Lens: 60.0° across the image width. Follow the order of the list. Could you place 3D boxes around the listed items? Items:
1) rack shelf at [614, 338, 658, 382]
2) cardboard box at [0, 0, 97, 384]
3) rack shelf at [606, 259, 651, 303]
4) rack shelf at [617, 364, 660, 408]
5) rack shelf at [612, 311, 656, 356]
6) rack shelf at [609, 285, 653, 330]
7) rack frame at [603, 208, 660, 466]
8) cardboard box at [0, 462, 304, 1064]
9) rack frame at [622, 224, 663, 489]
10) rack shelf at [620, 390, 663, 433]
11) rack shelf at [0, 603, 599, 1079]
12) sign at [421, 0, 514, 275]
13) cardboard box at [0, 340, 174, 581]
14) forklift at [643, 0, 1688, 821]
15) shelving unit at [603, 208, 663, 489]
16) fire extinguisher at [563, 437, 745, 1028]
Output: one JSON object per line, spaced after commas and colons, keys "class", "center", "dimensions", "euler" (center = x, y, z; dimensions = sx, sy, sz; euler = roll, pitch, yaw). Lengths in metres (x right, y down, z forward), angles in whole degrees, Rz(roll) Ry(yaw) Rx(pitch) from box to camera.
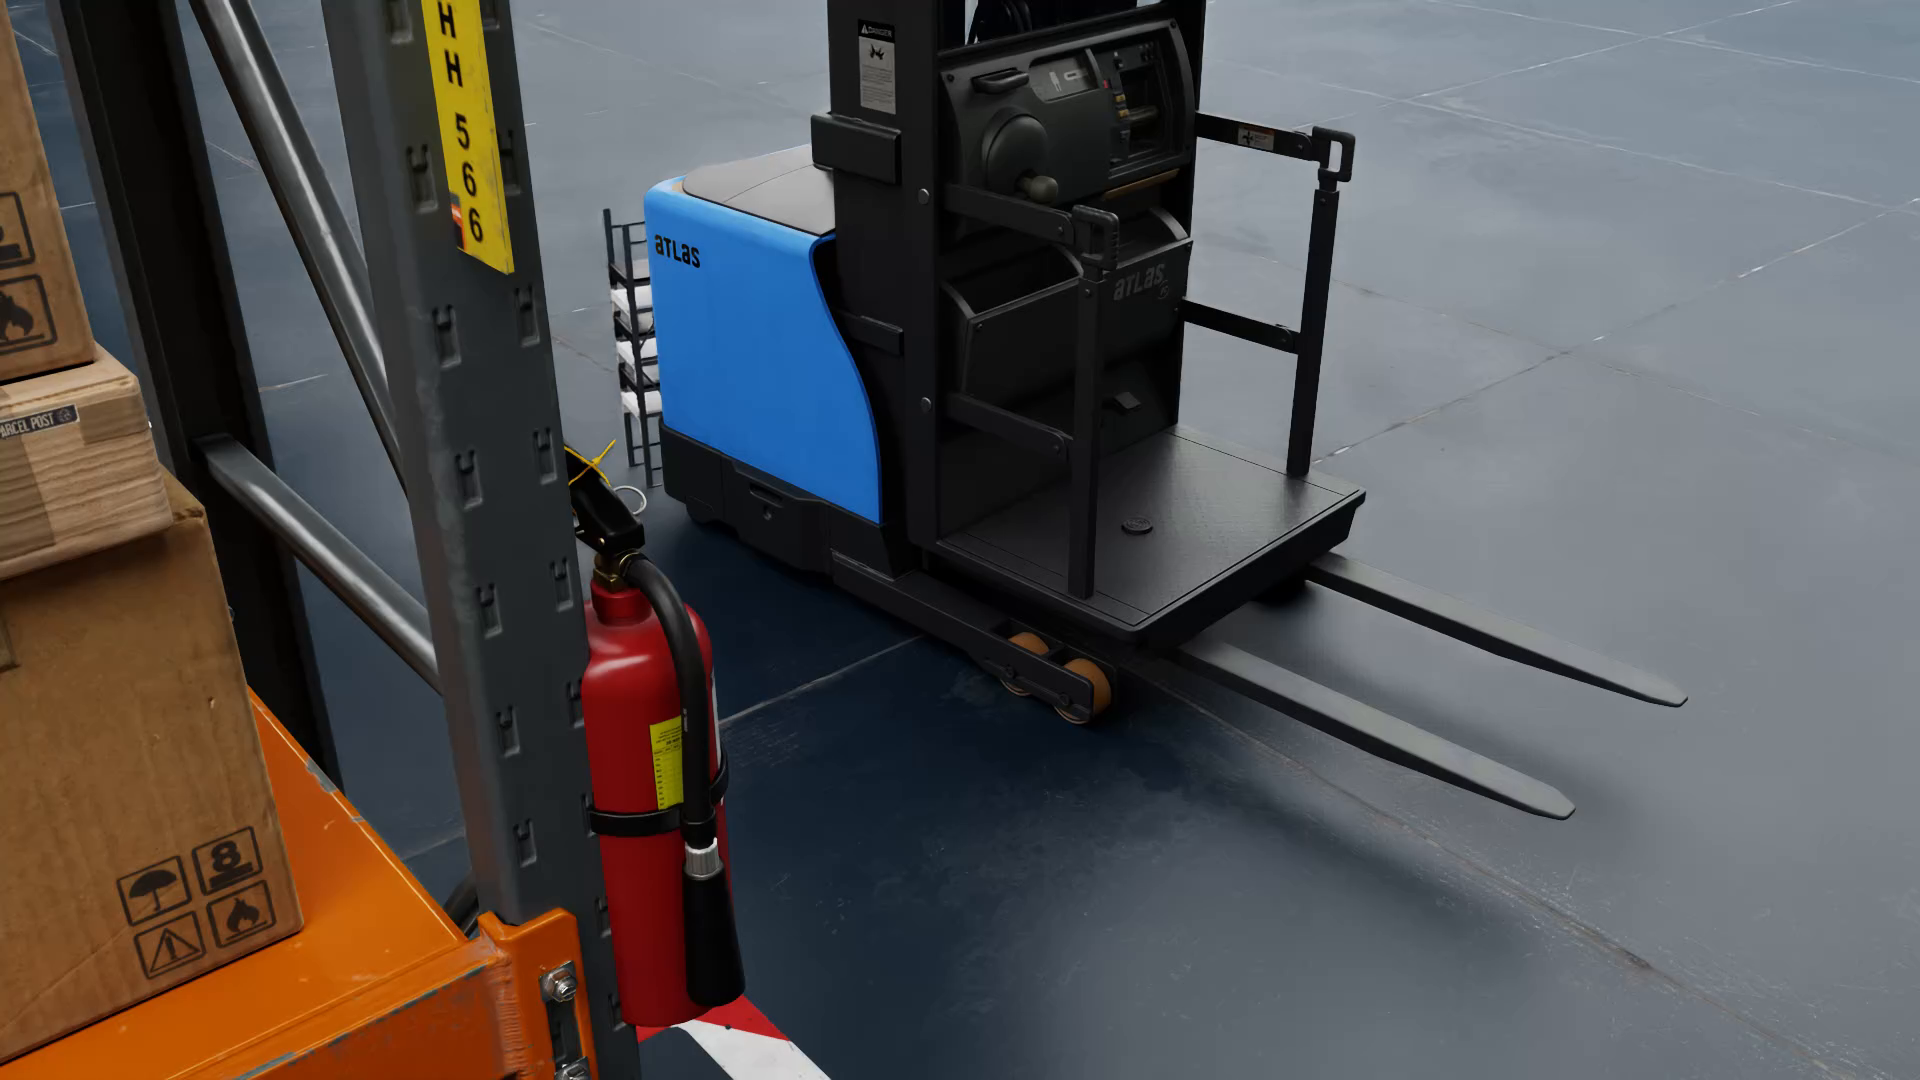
{"class": "rack shelf", "center": [-0.987, -0.610, 5.501], "dimensions": [0.258, 0.077, 0.200], "euler": [-13, 30, -24]}
{"class": "cardboard box", "center": [-1.135, -0.418, 1.367], "dimensions": [0.500, 0.500, 0.700], "euler": [-22, 35, -35]}
{"class": "rack shelf", "center": [-0.987, -0.852, 5.379], "dimensions": [0.258, 0.077, 0.200], "euler": [-13, 30, -24]}
{"class": "rack shelf", "center": [-0.986, -0.530, 5.542], "dimensions": [0.258, 0.077, 0.200], "euler": [-13, 30, -24]}
{"class": "rack shelf", "center": [-0.987, -0.691, 5.460], "dimensions": [0.258, 0.077, 0.200], "euler": [-13, 30, -24]}
{"class": "rack shelf", "center": [-0.987, -0.771, 5.420], "dimensions": [0.258, 0.077, 0.200], "euler": [-13, 30, -24]}
{"class": "rack frame", "center": [-1.033, -0.681, 5.567], "dimensions": [0.240, 0.900, 0.006], "euler": [-13, 30, -24]}
{"class": "cardboard box", "center": [-1.095, 0.138, 1.703], "dimensions": [0.500, 0.500, 0.700], "euler": [-22, 35, -35]}
{"class": "rack frame", "center": [-0.940, -0.599, 5.405], "dimensions": [0.240, 0.900, 0.006], "euler": [-13, 30, -24]}
{"class": "rack shelf", "center": [-0.986, -0.450, 5.582], "dimensions": [0.258, 0.077, 0.200], "euler": [-13, 30, -24]}
{"class": "rack shelf", "center": [-2.253, 0.973, 1.010], "dimensions": [4.000, 0.370, 1.077], "euler": [-22, 35, -35]}
{"class": "sign", "center": [-0.390, -0.373, 1.285], "dimensions": [0.005, 0.325, 0.100], "euler": [-22, 35, -35]}
{"class": "cardboard box", "center": [-0.899, -0.101, 1.463], "dimensions": [0.250, 0.149, 0.380], "euler": [-23, 35, -36]}
{"class": "forklift", "center": [0.453, -1.090, 4.181], "dimensions": [3.031, 2.935, 1.130], "euler": [24, 36, 37]}
{"class": "shelving unit", "center": [-0.987, -0.640, 5.486], "dimensions": [0.258, 0.900, 0.210], "euler": [-13, 30, -24]}
{"class": "fire extinguisher", "center": [-0.340, 0.208, 1.760], "dimensions": [0.183, 0.674, 0.296], "euler": [-22, 35, -35]}
